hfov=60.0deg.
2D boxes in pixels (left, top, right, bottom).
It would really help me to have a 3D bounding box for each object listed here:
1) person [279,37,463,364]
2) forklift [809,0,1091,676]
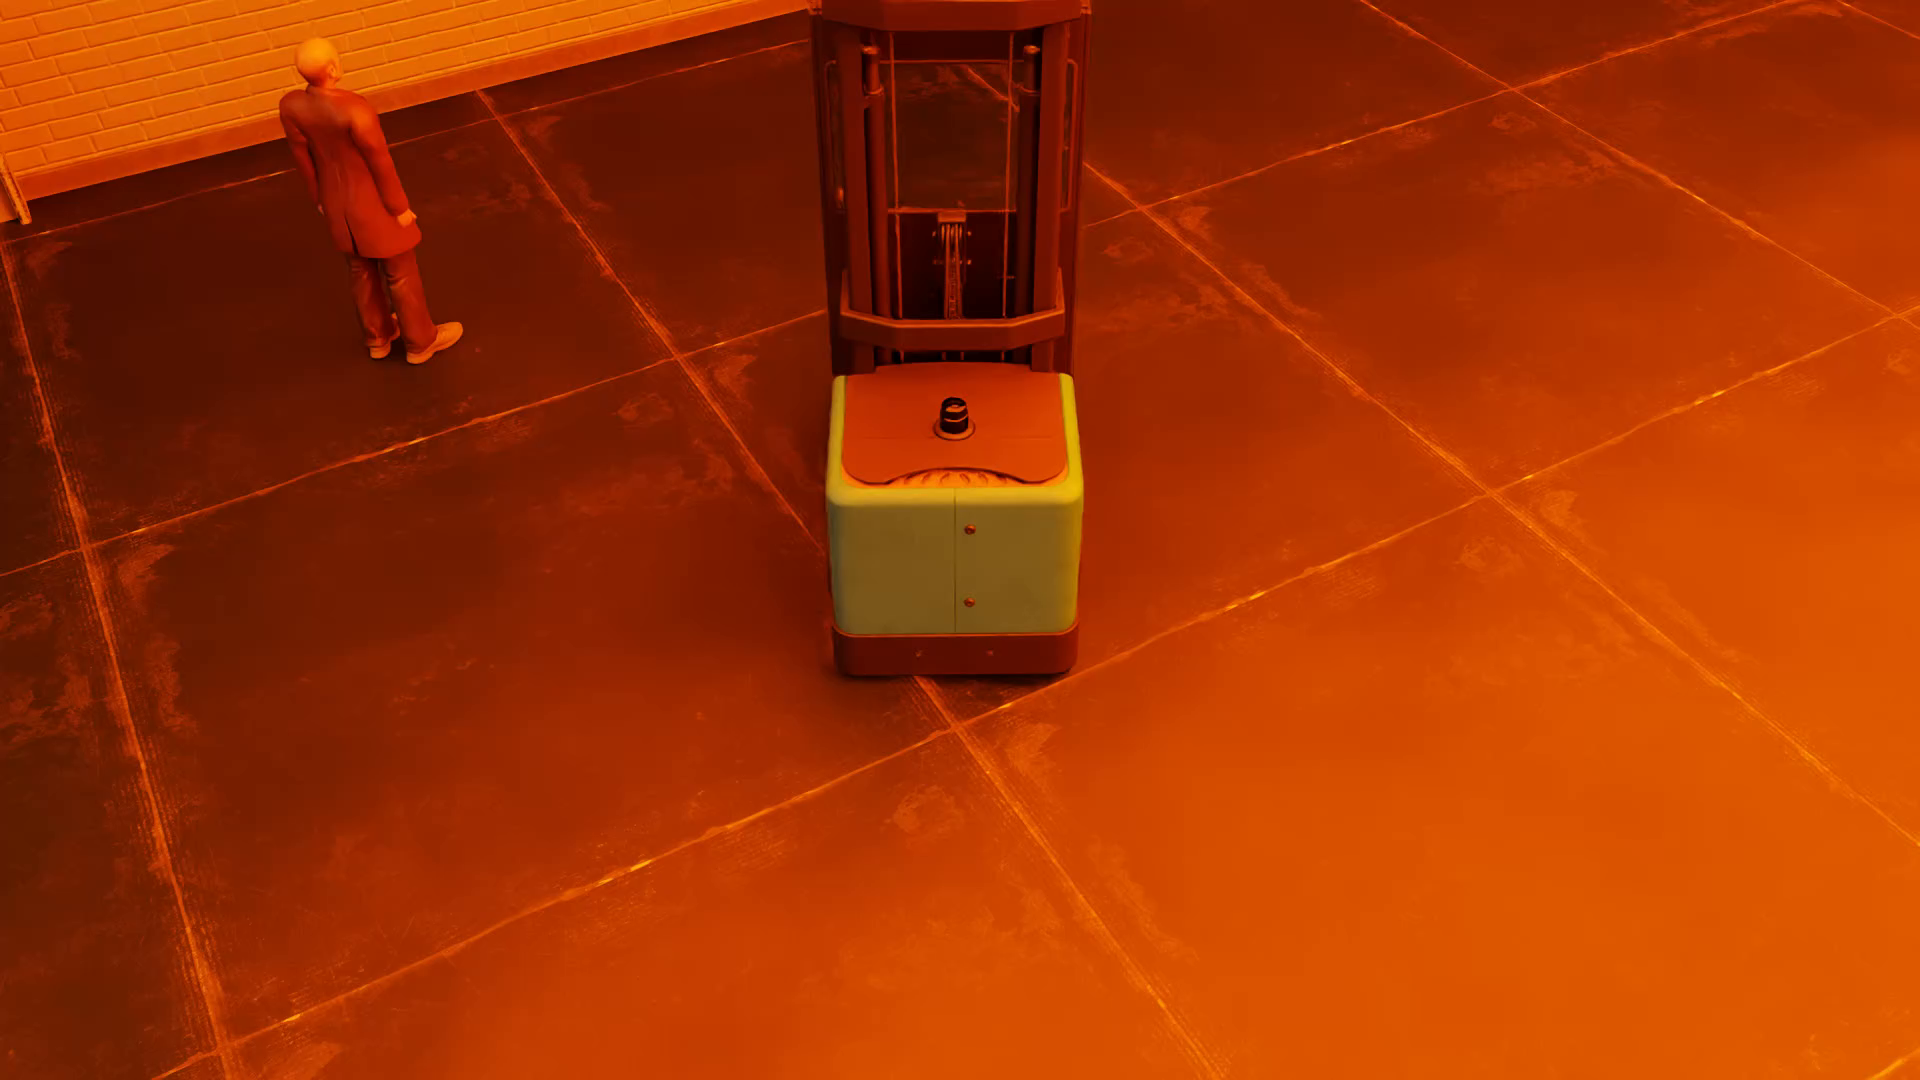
[{"bbox_3d":[-2.999,-1.717,8.395,0.550,1.782,0.393,12,44,13],"label":"person"},{"bbox_3d":[-0.042,-1.475,7.288,1.130,2.935,3.031,-1,43,-1],"label":"forklift"}]
